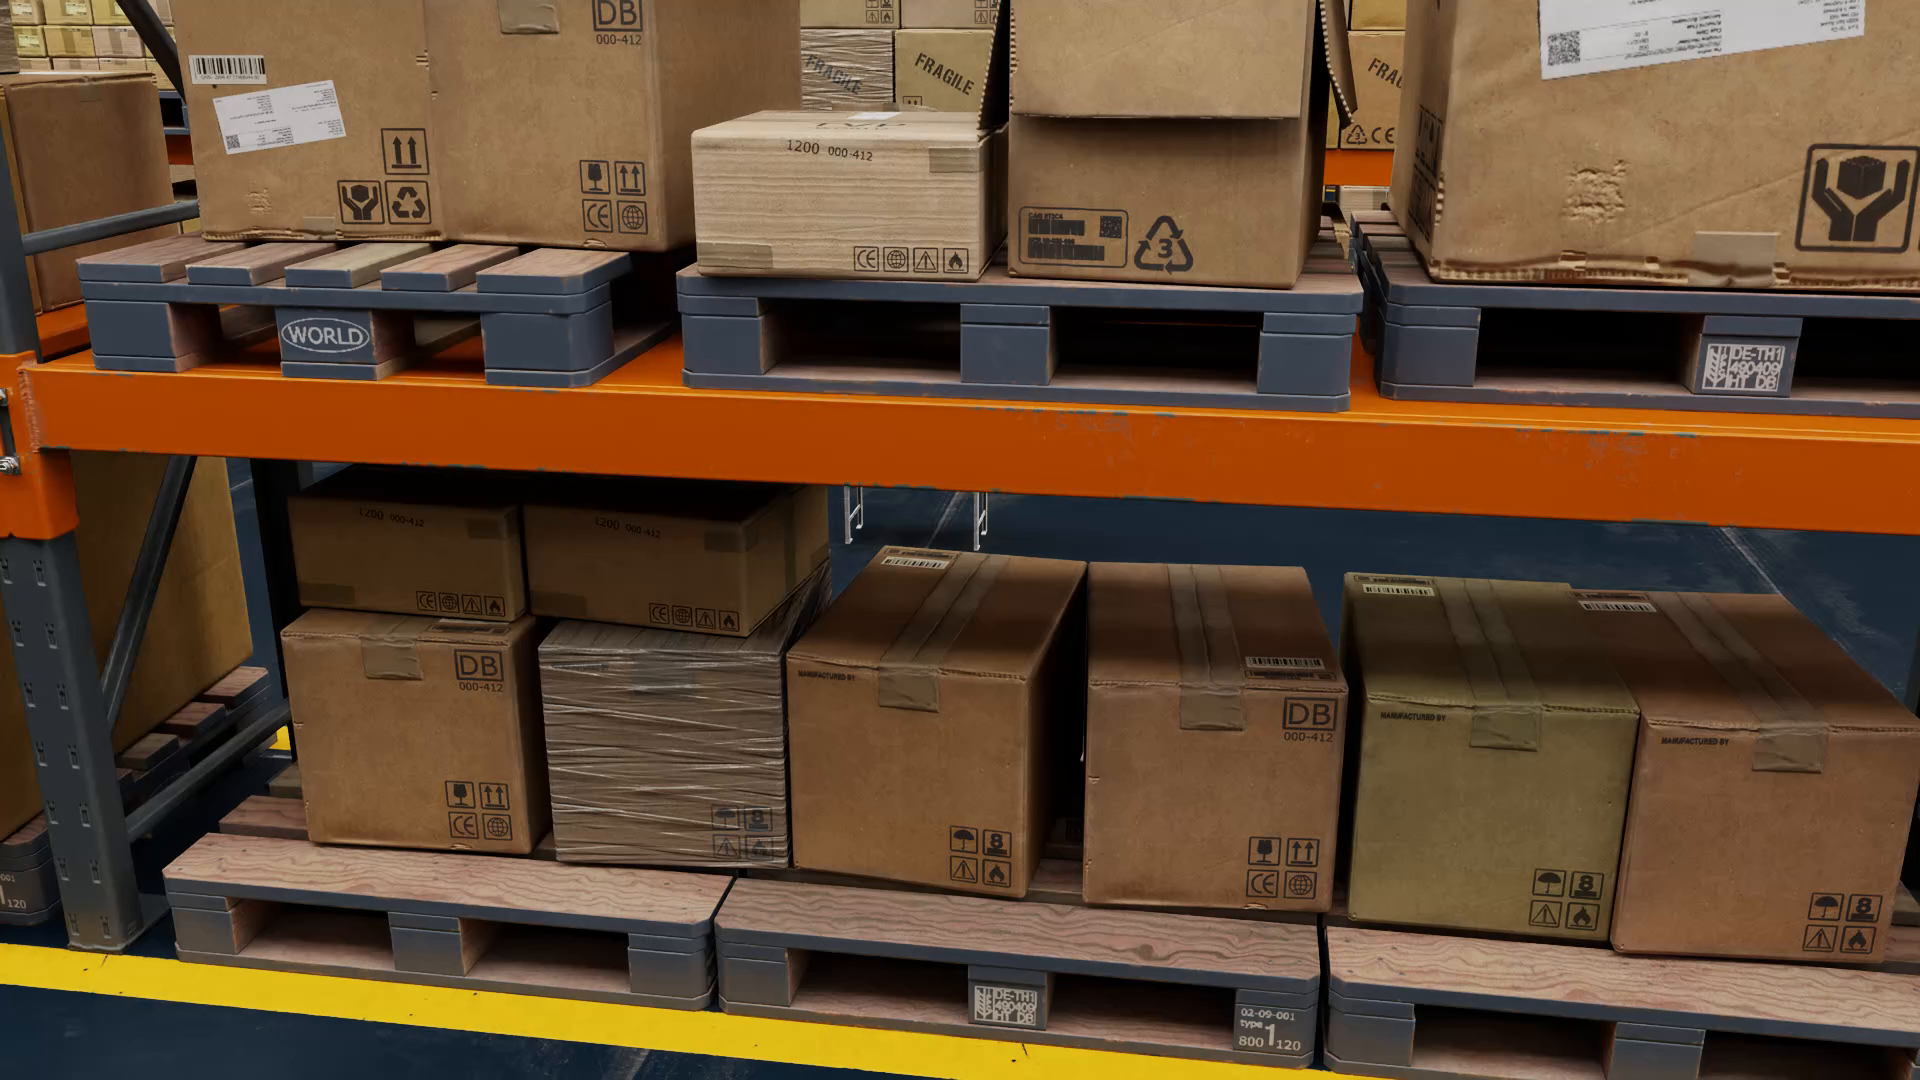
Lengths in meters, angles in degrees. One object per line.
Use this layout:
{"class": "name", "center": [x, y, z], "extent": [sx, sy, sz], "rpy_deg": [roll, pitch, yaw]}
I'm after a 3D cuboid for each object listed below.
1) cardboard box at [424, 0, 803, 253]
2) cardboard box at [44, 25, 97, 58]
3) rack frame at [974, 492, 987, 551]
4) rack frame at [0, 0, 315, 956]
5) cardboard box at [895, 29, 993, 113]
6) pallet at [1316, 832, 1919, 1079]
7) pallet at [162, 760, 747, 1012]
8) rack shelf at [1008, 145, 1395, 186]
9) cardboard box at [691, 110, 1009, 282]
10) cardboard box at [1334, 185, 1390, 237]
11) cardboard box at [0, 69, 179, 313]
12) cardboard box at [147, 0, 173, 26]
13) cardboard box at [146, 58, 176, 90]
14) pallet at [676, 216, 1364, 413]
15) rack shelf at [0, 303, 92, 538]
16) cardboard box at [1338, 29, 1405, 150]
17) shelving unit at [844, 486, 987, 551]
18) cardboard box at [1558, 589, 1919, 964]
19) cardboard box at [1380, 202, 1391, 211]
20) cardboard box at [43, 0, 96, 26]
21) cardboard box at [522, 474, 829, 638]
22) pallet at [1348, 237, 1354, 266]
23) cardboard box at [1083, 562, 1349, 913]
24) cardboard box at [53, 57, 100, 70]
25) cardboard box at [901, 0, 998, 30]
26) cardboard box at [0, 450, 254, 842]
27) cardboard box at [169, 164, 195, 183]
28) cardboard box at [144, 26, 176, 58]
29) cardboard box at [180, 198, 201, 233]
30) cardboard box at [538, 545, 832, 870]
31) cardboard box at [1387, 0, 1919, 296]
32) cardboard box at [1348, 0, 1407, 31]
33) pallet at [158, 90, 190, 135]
{"class": "cardboard box", "center": [-0.696, -0.915, 3.492], "extent": [0.500, 0.500, 0.700], "rpy_deg": [6, 19, 17]}
{"class": "cardboard box", "center": [-4.293, -2.475, 8.238], "extent": [0.250, 0.149, 0.380], "rpy_deg": [3, 19, 8]}
{"class": "rack frame", "center": [0.077, -0.565, 6.101], "extent": [0.015, 1.200, 0.240], "rpy_deg": [3, 19, 9]}
{"class": "rack frame", "center": [-1.802, -0.680, 3.609], "extent": [0.127, 3.000, 1.000], "rpy_deg": [3, 19, 9]}
{"class": "cardboard box", "center": [-0.013, -2.145, 7.828], "extent": [0.500, 0.500, 0.500], "rpy_deg": [3, 19, 8]}
{"class": "pallet", "center": [1.378, 0.805, 3.565], "extent": [1.213, 0.211, 1.003], "rpy_deg": [3, 19, 9]}
{"class": "pallet", "center": [-1.031, 0.682, 3.932], "extent": [1.213, 0.211, 1.003], "rpy_deg": [3, 19, 9]}
{"class": "rack shelf", "center": [1.059, -1.787, 8.051], "extent": [4.000, 0.370, 1.077], "rpy_deg": [3, 19, 9]}
{"class": "cardboard box", "center": [-0.184, -0.652, 3.099], "extent": [0.500, 0.250, 0.500], "rpy_deg": [2, 19, 7]}
{"class": "cardboard box", "center": [3.201, -2.562, 12.713], "extent": [0.625, 0.372, 0.950], "rpy_deg": [3, 19, 9]}
{"class": "cardboard box", "center": [-2.239, -0.837, 3.921], "extent": [0.500, 0.500, 0.500], "rpy_deg": [3, 19, 10]}
{"class": "cardboard box", "center": [-3.774, -2.589, 8.111], "extent": [0.250, 0.149, 0.380], "rpy_deg": [3, 19, 8]}
{"class": "cardboard box", "center": [-3.781, -2.308, 8.207], "extent": [0.250, 0.149, 0.380], "rpy_deg": [3, 19, 9]}
{"class": "pallet", "center": [0.159, -0.502, 3.380], "extent": [1.213, 0.211, 1.003], "rpy_deg": [3, 19, 9]}
{"class": "rack shelf", "center": [-3.777, -0.440, 4.024], "extent": [4.000, 0.370, 1.077], "rpy_deg": [3, 19, 9]}
{"class": "cardboard box", "center": [1.977, -2.043, 7.524], "extent": [0.500, 0.500, 0.500], "rpy_deg": [3, 19, 8]}
{"class": "shelving unit", "center": [-0.163, -0.577, 6.138], "extent": [0.503, 1.200, 0.258], "rpy_deg": [3, 19, 9]}
{"class": "cardboard box", "center": [1.544, 0.460, 3.447], "extent": [0.500, 0.500, 0.700], "rpy_deg": [1, 19, 4]}
{"class": "cardboard box", "center": [2.406, -1.163, 7.936], "extent": [0.750, 0.750, 1.050], "rpy_deg": [3, 19, 8]}
{"class": "cardboard box", "center": [-4.273, -2.617, 8.192], "extent": [0.250, 0.149, 0.380], "rpy_deg": [3, 19, 10]}
{"class": "cardboard box", "center": [-0.611, -0.011, 3.674], "extent": [0.500, 0.250, 0.500], "rpy_deg": [5, 19, 15]}
{"class": "pallet", "center": [2.950, -2.300, 12.844], "extent": [1.213, 0.211, 1.003], "rpy_deg": [3, 19, 9]}
{"class": "cardboard box", "center": [0.524, 0.402, 3.620], "extent": [0.500, 0.500, 0.700], "rpy_deg": [1, 19, 4]}
{"class": "cardboard box", "center": [-4.274, -2.334, 8.287], "extent": [0.250, 0.149, 0.380], "rpy_deg": [3, 19, 10]}
{"class": "cardboard box", "center": [0.026, -2.700, 7.912], "extent": [0.500, 0.500, 0.700], "rpy_deg": [3, 19, 8]}
{"class": "cardboard box", "center": [-2.480, 0.087, 4.003], "extent": [0.875, 0.875, 1.225], "rpy_deg": [2, 19, 6]}
{"class": "cardboard box", "center": [-6.557, -3.126, 14.296], "extent": [0.875, 0.438, 0.875], "rpy_deg": [3, 19, 10]}
{"class": "cardboard box", "center": [-3.781, -2.449, 8.161], "extent": [0.250, 0.149, 0.380], "rpy_deg": [2, 19, 6]}
{"class": "cardboard box", "center": [-3.651, -1.654, 8.614], "extent": [0.500, 0.250, 0.500], "rpy_deg": [3, 19, 10]}
{"class": "cardboard box", "center": [-0.588, 0.348, 3.782], "extent": [0.500, 0.500, 0.700], "rpy_deg": [1, 19, 4]}
{"class": "cardboard box", "center": [1.385, -1.046, 3.096], "extent": [1.000, 1.000, 1.000], "rpy_deg": [3, 19, 9]}
{"class": "cardboard box", "center": [2.034, -2.598, 7.606], "extent": [0.500, 0.500, 0.700], "rpy_deg": [3, 19, 8]}
{"class": "pallet", "center": [-4.134, -2.255, 8.619], "extent": [1.213, 0.211, 1.003], "rpy_deg": [3, 19, 9]}
